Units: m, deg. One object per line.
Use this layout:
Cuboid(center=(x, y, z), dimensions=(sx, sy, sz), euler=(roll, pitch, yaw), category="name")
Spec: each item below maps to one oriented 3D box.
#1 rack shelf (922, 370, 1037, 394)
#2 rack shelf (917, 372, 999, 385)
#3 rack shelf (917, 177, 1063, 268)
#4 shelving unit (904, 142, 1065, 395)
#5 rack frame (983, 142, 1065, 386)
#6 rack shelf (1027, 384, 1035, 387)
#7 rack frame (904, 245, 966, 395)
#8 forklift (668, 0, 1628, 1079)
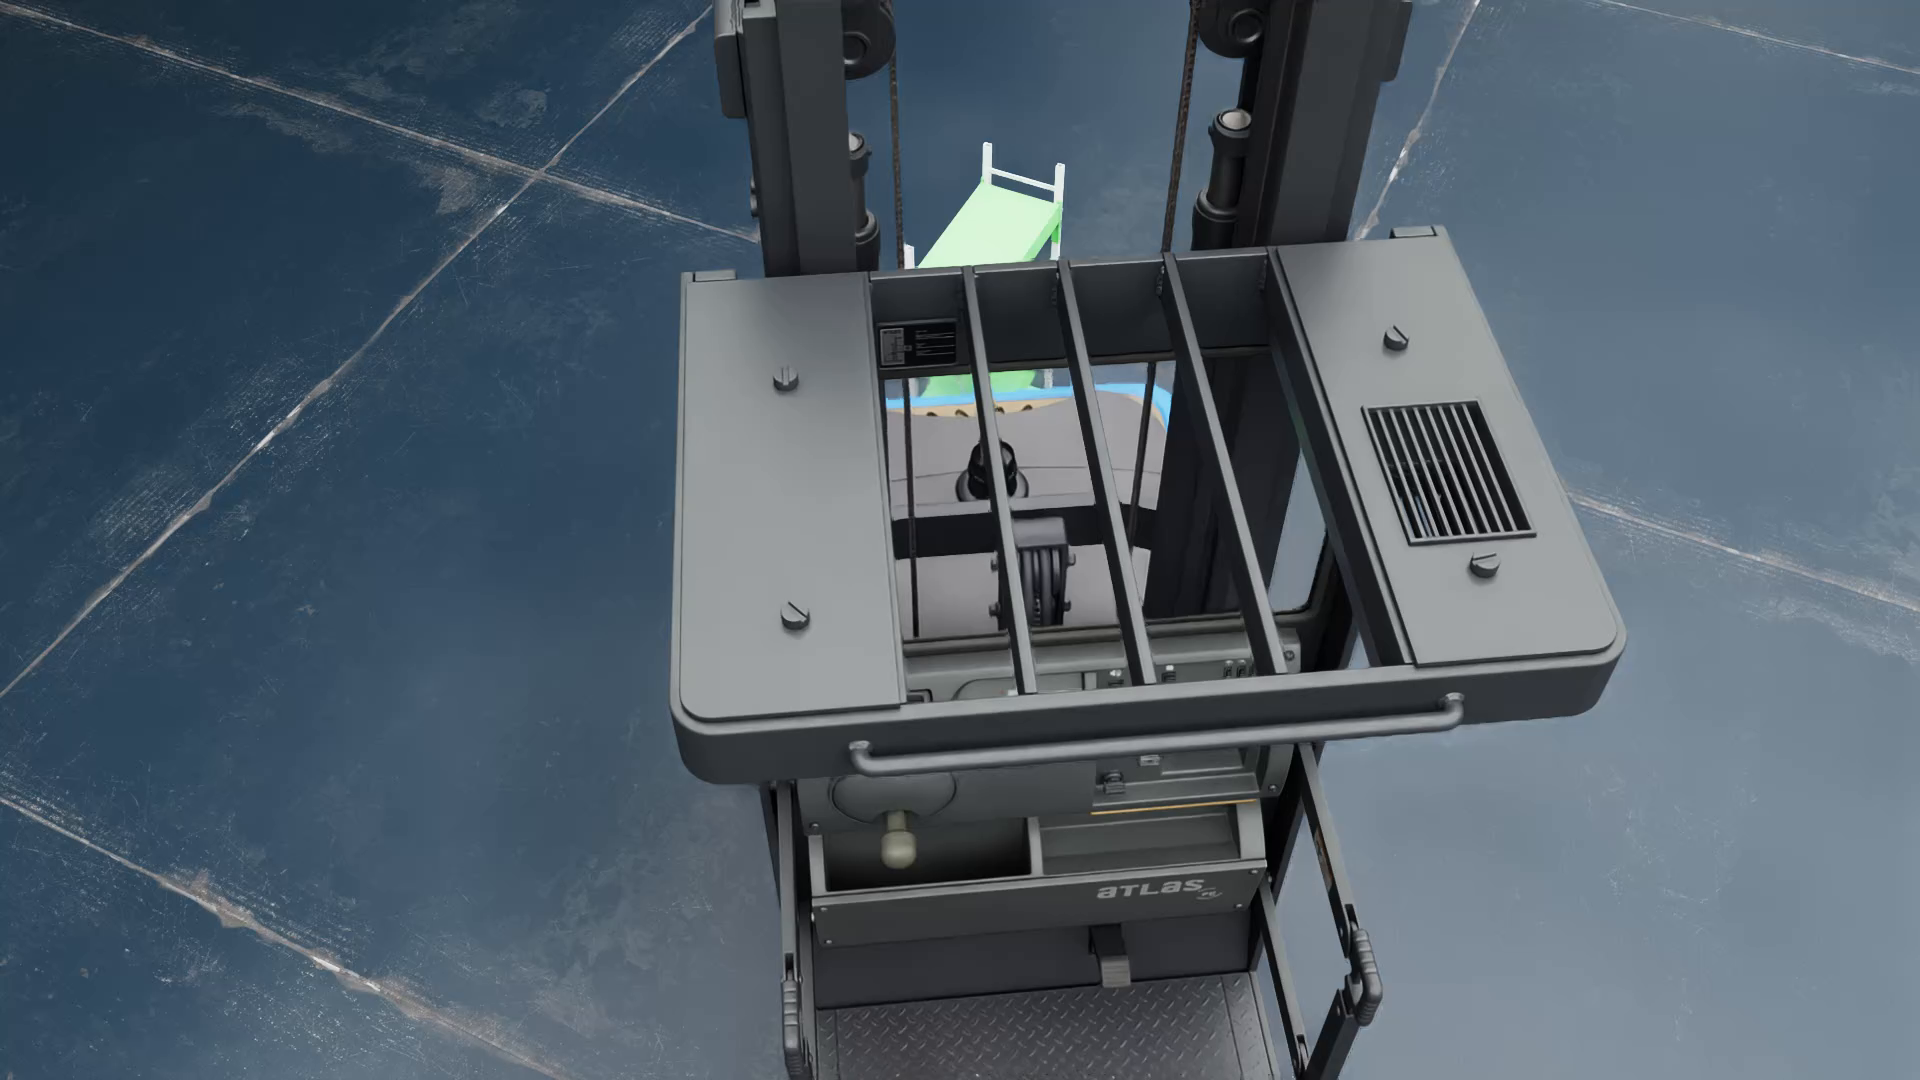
Cuboid(center=(0.071, -0.461, 4.939), dimensions=(0.258, 0.148, 0.480), euler=(20, 52, 16), category="rack shelf")
Cuboid(center=(0.071, -0.617, 4.756), dimensions=(0.258, 0.148, 0.480), euler=(20, 52, 16), category="rack shelf")
Cuboid(center=(0.071, -0.772, 4.573), dimensions=(0.258, 0.148, 0.480), euler=(20, 52, 16), category="rack shelf")
Cuboid(center=(0.071, -0.503, 4.890), dimensions=(0.258, 1.200, 0.503), euler=(20, 52, 16), category="shelving unit")
Cuboid(center=(0.175, -0.671, 5.033), dimensions=(0.240, 1.200, 0.015), euler=(20, 52, 16), category="rack frame")
Cuboid(center=(0.071, -0.306, 5.121), dimensions=(0.258, 0.148, 0.480), euler=(20, 52, 16), category="rack shelf")
Cuboid(center=(-0.034, -0.335, 4.747), dimensions=(0.240, 1.200, 0.015), euler=(20, 52, 16), category="rack frame")
Cuboid(center=(0.181, 0.488, 2.910), dimensions=(1.130, 2.935, 3.031), euler=(-4, 50, -4), category="forklift")
